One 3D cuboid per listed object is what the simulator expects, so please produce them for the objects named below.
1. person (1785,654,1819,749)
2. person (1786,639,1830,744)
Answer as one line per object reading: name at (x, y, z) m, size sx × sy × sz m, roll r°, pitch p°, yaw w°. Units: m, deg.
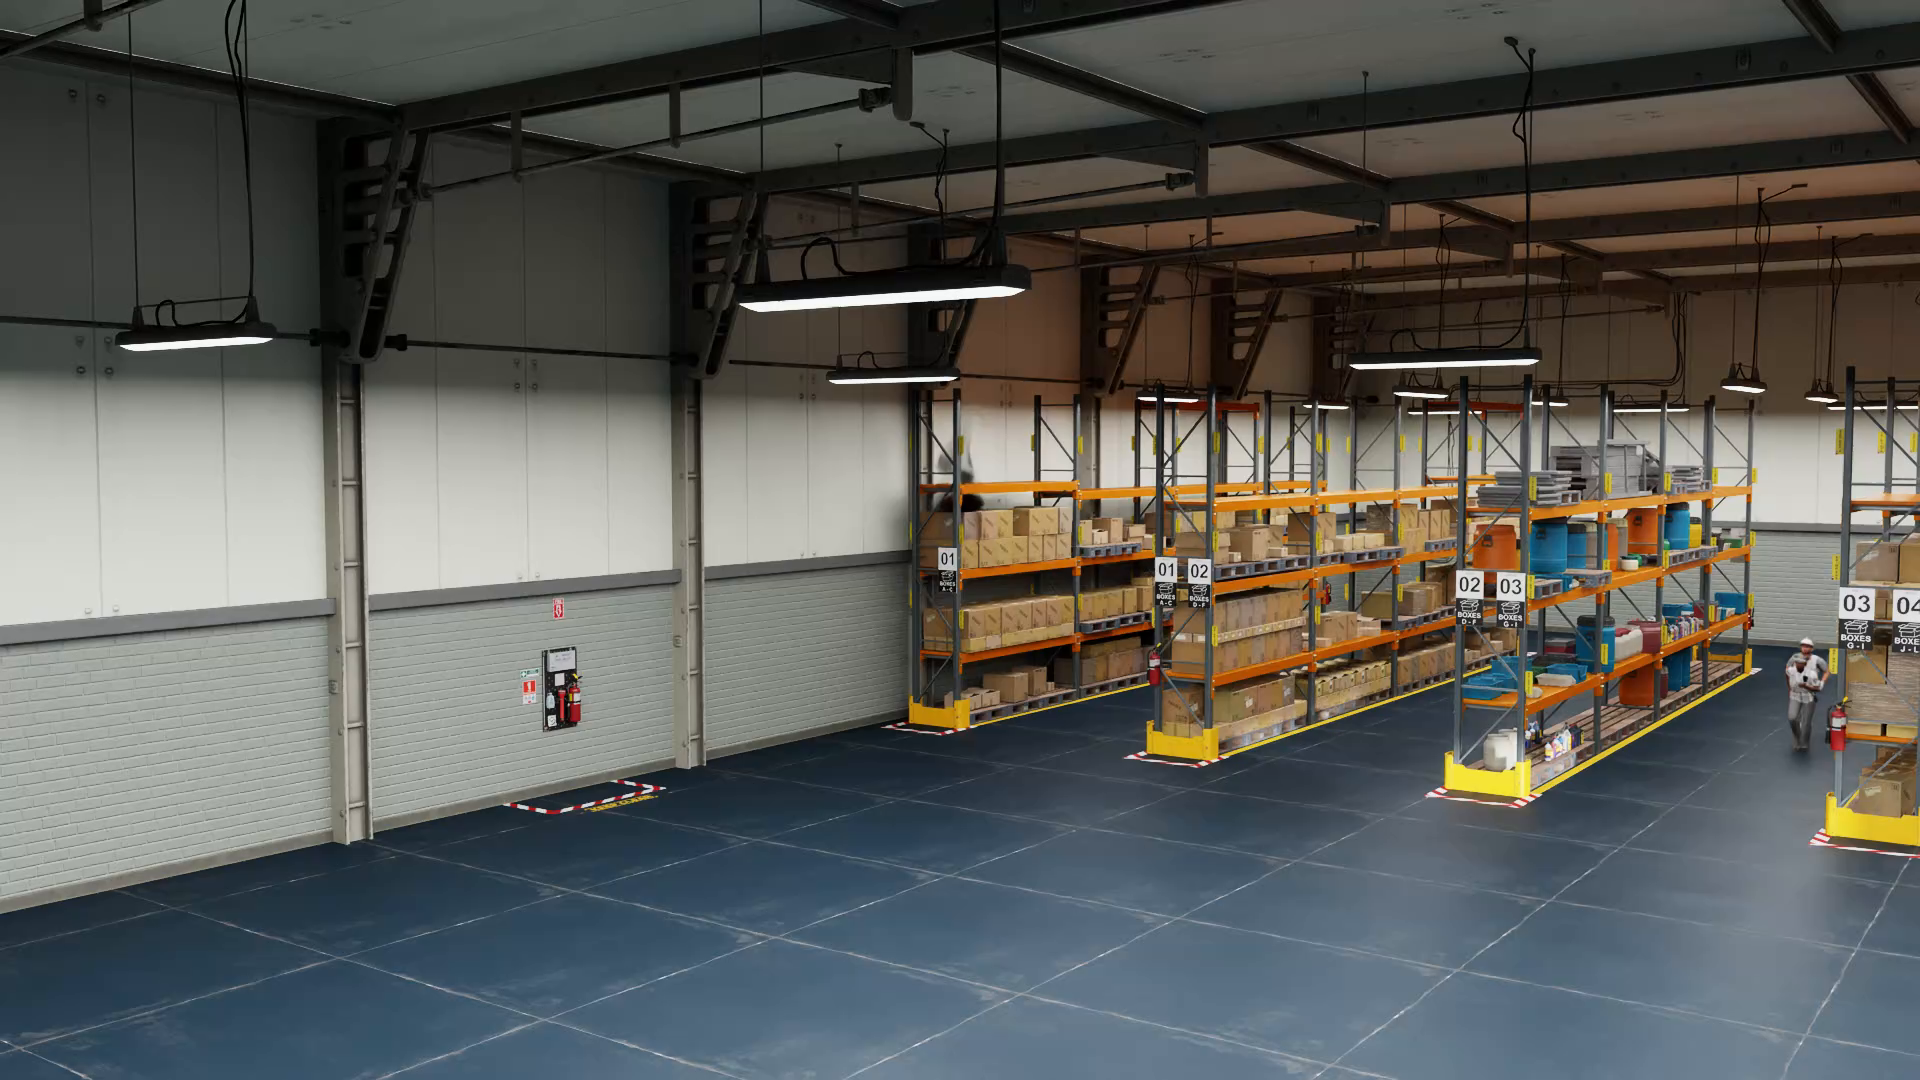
person at (13.693, 2.633, 27.069) m, size 0.565 × 1.604 × 0.849 m, roll 2°, pitch 4°, yaw 37°
person at (14.275, 2.533, 28.027) m, size 0.681 × 1.761 × 0.640 m, roll 2°, pitch 4°, yaw 36°
